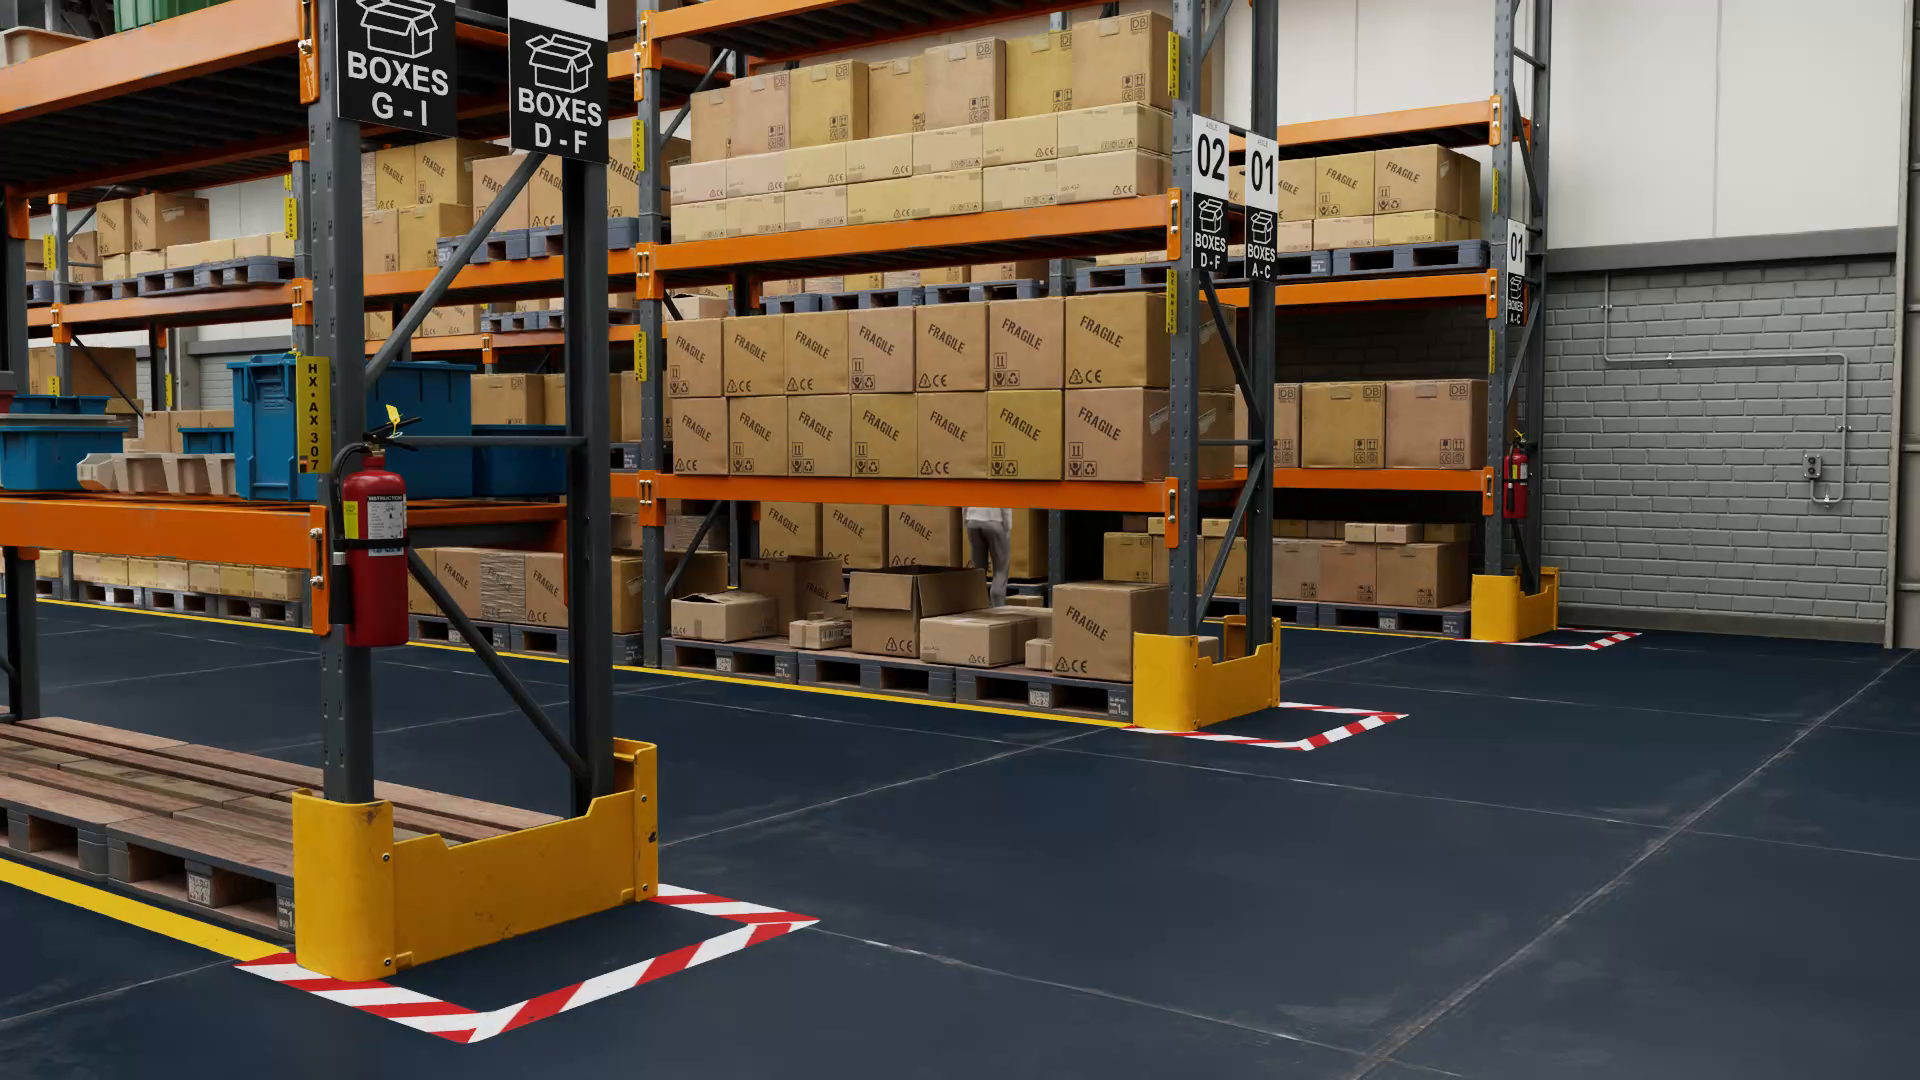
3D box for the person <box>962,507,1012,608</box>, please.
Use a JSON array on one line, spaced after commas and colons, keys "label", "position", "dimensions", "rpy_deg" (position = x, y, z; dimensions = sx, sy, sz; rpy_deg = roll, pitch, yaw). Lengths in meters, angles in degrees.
[{"label": "person", "position": [0.222, -0.094, 13.223], "dimensions": [0.466, 1.679, 0.338], "rpy_deg": [3, 4, 37]}]
